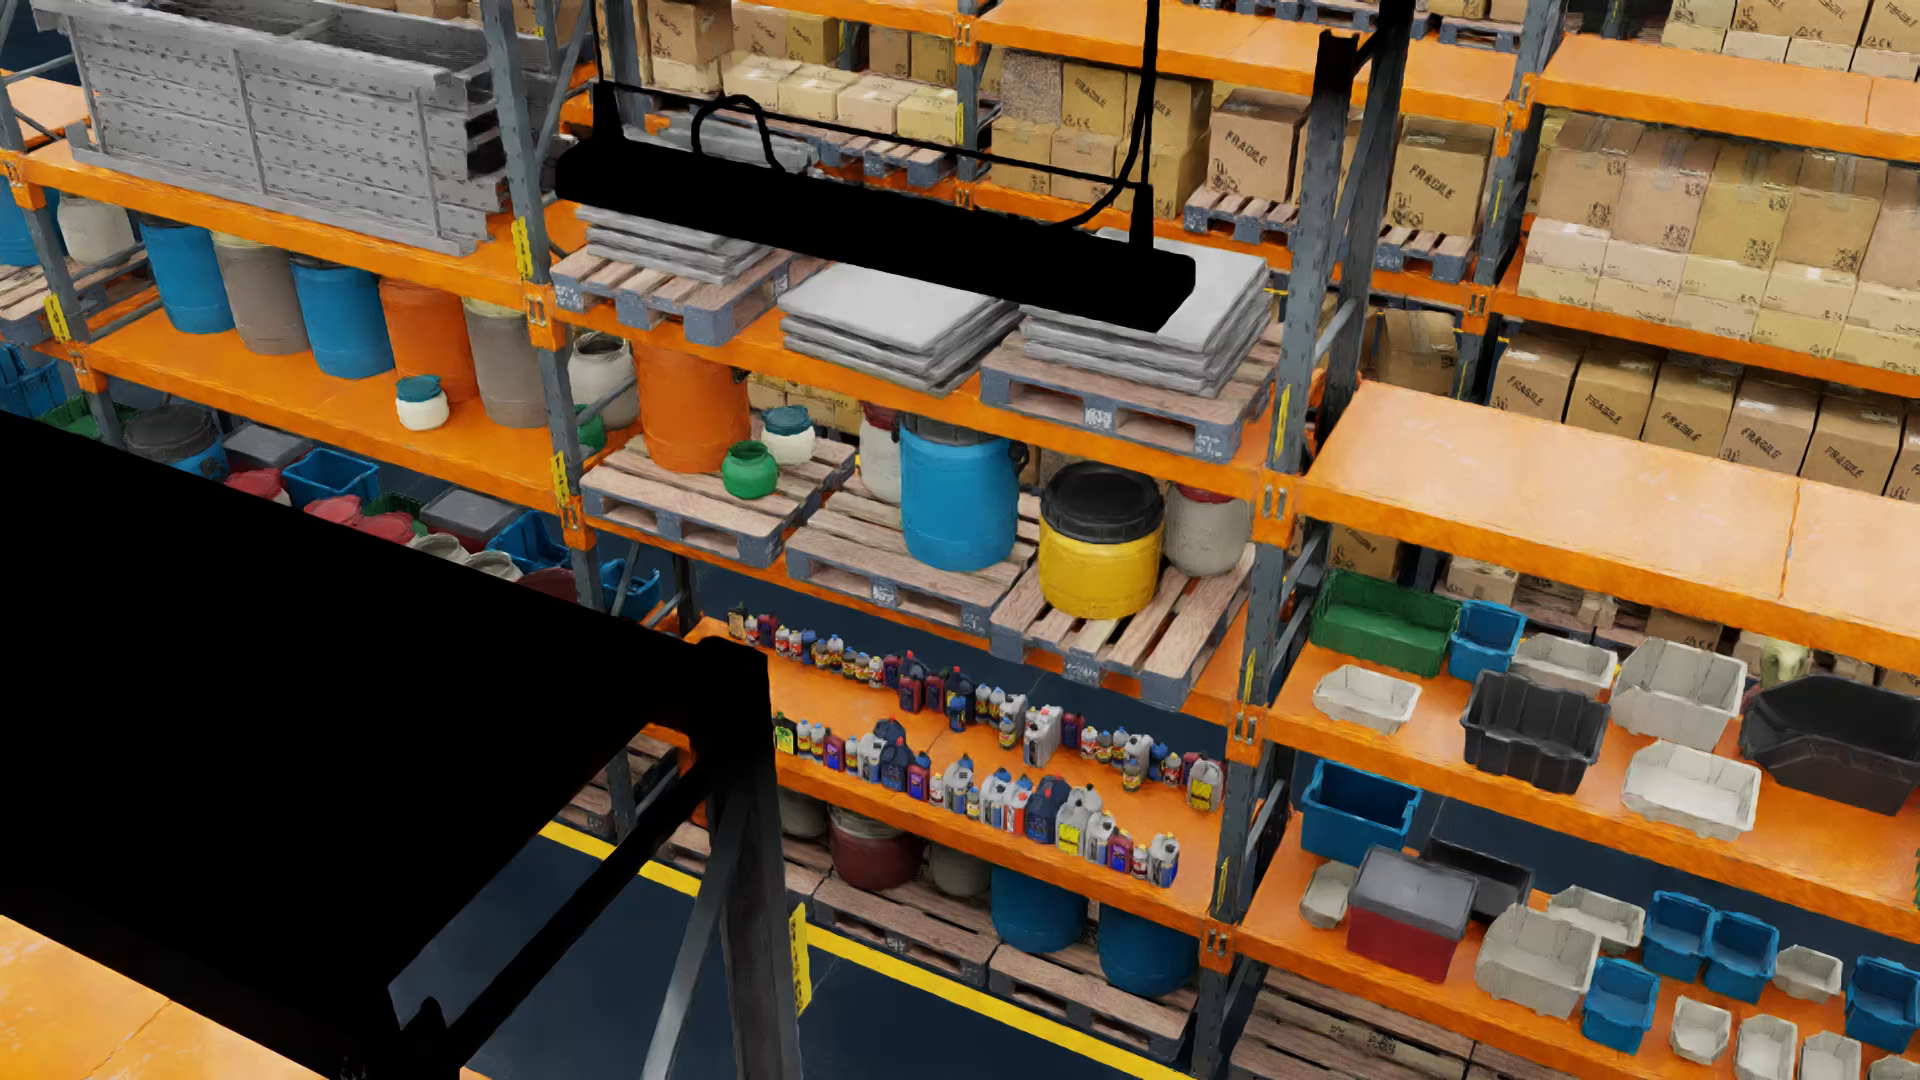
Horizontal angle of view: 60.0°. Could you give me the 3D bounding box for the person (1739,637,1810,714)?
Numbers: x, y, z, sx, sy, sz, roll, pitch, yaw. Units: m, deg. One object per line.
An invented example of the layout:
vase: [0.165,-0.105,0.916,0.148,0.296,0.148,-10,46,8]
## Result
person: [5.350,1.037,10.980,1.098,1.591,0.445,15,38,20]
